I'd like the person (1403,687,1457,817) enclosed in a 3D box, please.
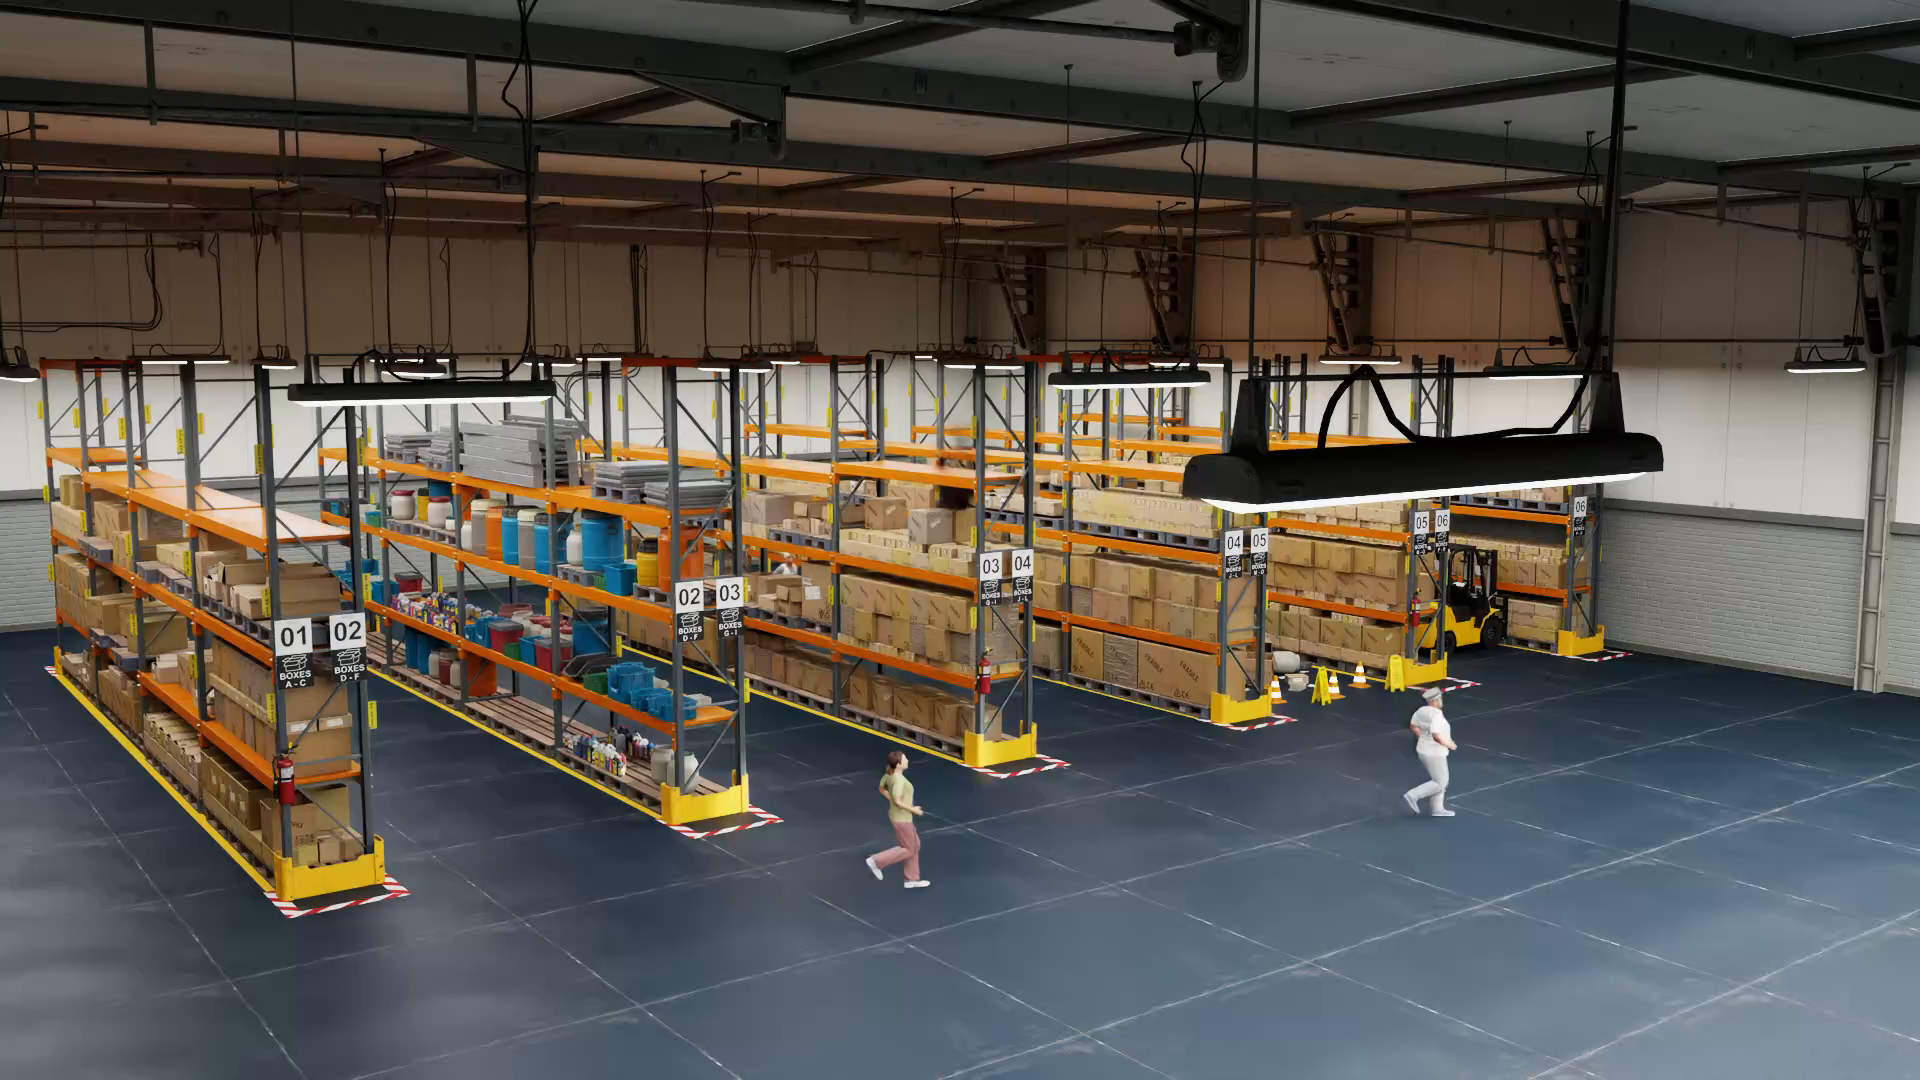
[{"bbox_3d":[6.217,2.817,22.042,0.772,1.755,0.660,-1,7,-11],"label":"person"}]

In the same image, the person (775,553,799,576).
[{"bbox_3d":[-3.751,1.113,36.284,0.639,1.740,0.587,-5,9,-38],"label":"person"}]

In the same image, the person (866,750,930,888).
[{"bbox_3d":[-0.730,3.225,19.180,0.763,1.637,0.578,-2,7,-16],"label":"person"}]
